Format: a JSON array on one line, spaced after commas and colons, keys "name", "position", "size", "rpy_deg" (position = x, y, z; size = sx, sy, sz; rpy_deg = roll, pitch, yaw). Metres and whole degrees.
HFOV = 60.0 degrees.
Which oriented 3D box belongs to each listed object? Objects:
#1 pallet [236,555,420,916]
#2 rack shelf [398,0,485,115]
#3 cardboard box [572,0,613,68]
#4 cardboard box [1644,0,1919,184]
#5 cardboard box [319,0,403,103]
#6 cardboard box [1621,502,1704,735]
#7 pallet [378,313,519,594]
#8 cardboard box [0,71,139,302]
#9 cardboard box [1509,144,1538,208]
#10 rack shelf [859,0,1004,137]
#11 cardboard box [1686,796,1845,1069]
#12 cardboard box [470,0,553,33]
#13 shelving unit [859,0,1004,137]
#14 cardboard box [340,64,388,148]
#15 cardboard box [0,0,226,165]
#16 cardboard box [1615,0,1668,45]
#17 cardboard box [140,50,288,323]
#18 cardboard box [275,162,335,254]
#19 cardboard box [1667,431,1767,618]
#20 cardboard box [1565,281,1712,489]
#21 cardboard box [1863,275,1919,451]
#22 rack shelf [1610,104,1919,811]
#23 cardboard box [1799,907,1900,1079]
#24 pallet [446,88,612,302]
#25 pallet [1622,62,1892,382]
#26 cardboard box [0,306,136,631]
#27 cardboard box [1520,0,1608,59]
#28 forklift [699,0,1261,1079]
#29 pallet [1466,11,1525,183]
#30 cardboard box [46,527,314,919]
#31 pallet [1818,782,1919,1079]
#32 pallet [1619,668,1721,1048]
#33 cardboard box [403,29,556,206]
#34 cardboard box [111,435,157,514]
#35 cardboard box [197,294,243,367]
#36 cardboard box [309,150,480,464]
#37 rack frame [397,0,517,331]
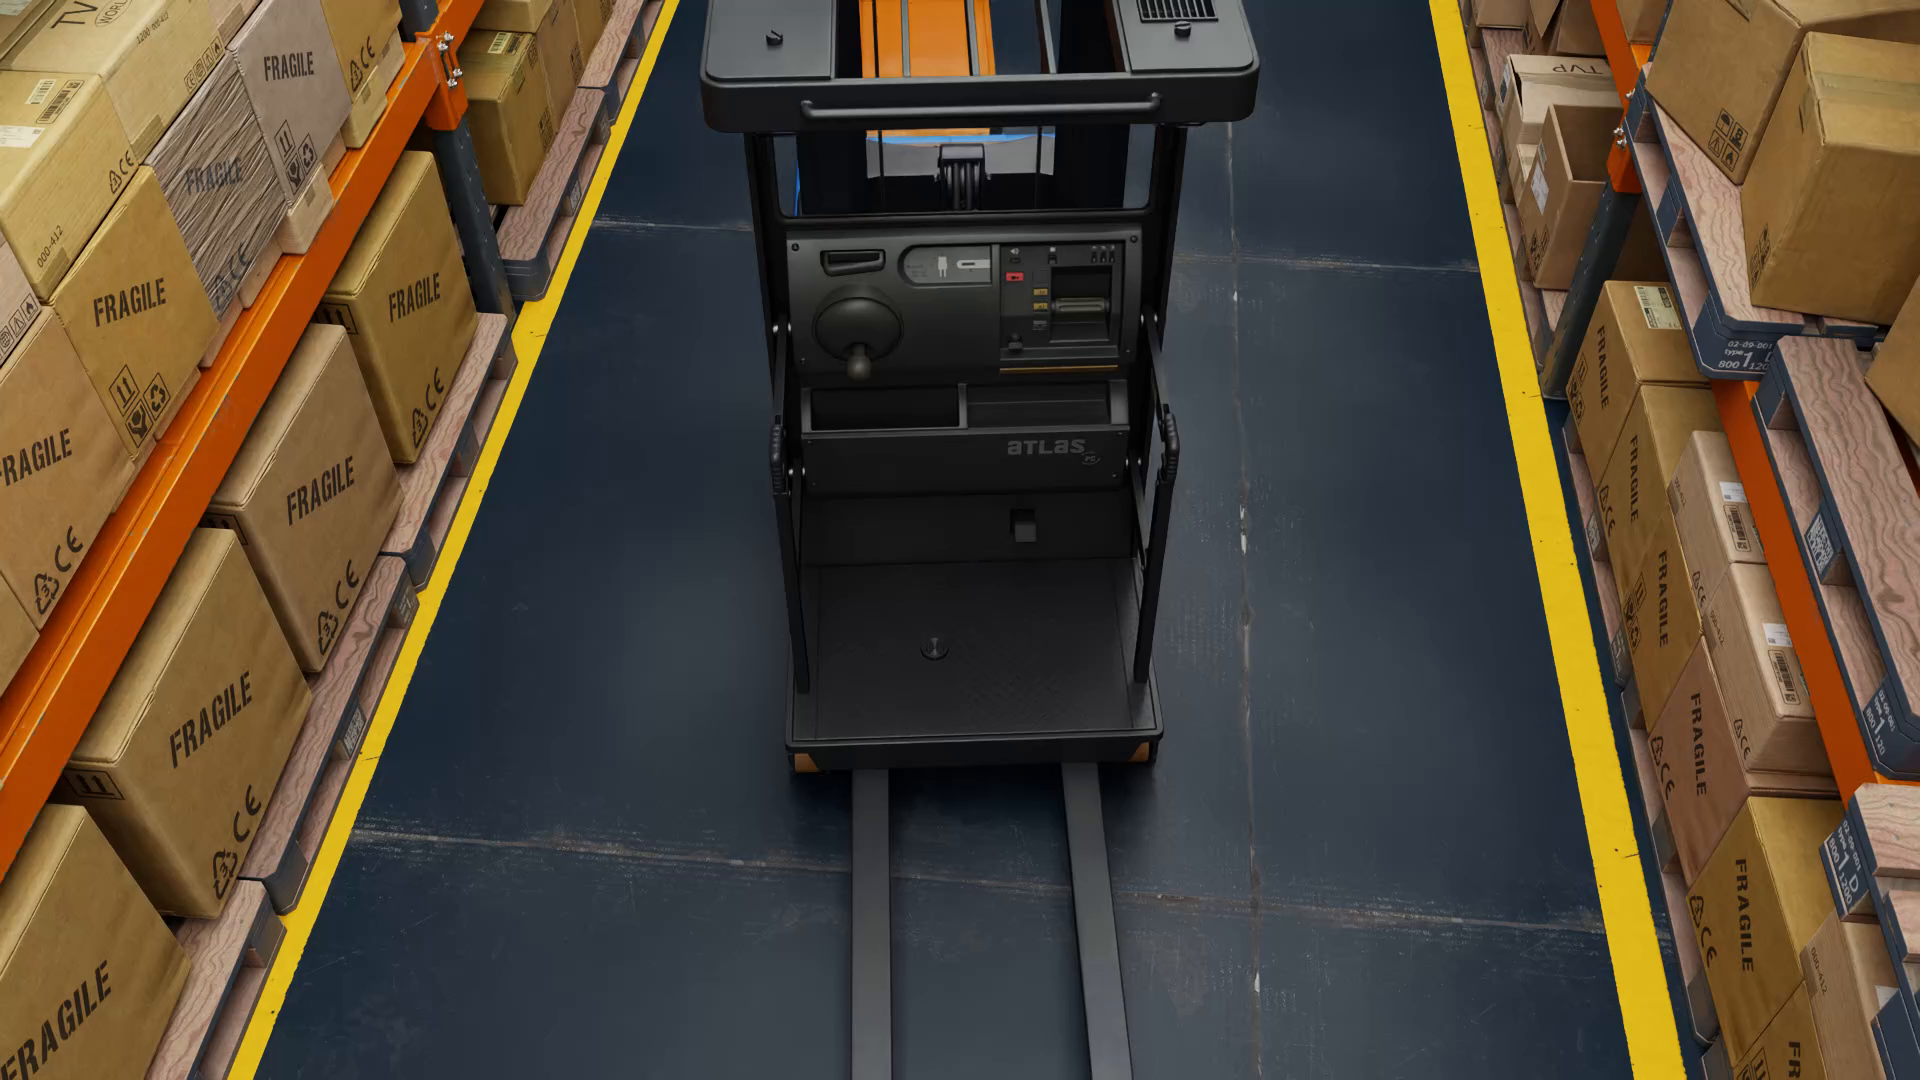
[{"name": "pallet", "position": [-2.352, 0.535, 5.118], "size": [1.003, 0.211, 1.213], "rpy_deg": [4, 48, 4]}, {"name": "rack shelf", "position": [-2.066, -3.104, 7.044], "size": [1.077, 0.370, 4.000], "rpy_deg": [4, 48, 4]}, {"name": "cardboard box", "position": [-1.979, -2.464, 7.380], "size": [0.700, 0.500, 0.500], "rpy_deg": [5, 48, 4]}, {"name": "cardboard box", "position": [2.420, -1.390, 4.636], "size": [0.700, 0.500, 0.500], "rpy_deg": [-11, 48, -10]}, {"name": "cardboard box", "position": [-2.039, -1.662, 4.955], "size": [0.500, 0.500, 0.500], "rpy_deg": [3, 48, 3]}, {"name": "cardboard box", "position": [2.308, 0.247, 4.888], "size": [0.500, 0.500, 0.500], "rpy_deg": [4, 48, 4]}, {"name": "pallet", "position": [-2.243, -0.364, 5.940], "size": [1.003, 0.211, 1.213], "rpy_deg": [4, 48, 4]}, {"name": "cardboard box", "position": [-2.184, -0.787, 3.646], "size": [0.500, 0.250, 0.500], "rpy_deg": [3, 48, 3]}, {"name": "cardboard box", "position": [2.429, -1.451, 6.678], "size": [0.380, 0.149, 0.250], "rpy_deg": [4, 48, 4]}, {"name": "rack shelf", "position": [-0.126, -1.643, 6.094], "size": [0.538, 0.278, 1.000], "rpy_deg": [-2, 48, -1]}, {"name": "cardboard box", "position": [2.220, 1.004, 4.195], "size": [0.500, 0.500, 0.500], "rpy_deg": [2, 48, 2]}, {"name": "cardboard box", "position": [-1.865, -2.177, 6.678], "size": [0.380, 0.149, 0.250], "rpy_deg": [5, 48, 5]}, {"name": "shelving unit", "position": [-0.126, -1.446, 6.310], "size": [0.538, 1.125, 1.048], "rpy_deg": [-2, 48, -1]}, {"name": "cardboard box", "position": [-1.996, -1.345, 5.104], "size": [0.380, 0.149, 0.250], "rpy_deg": [5, 48, 4]}, {"name": "cardboard box", "position": [-2.138, -1.161, 3.988], "size": [0.500, 0.250, 0.500], "rpy_deg": [5, 48, 4]}, {"name": "cardboard box", "position": [2.476, -1.965, 5.447], "size": [0.500, 0.500, 0.500], "rpy_deg": [5, 48, 4]}, {"name": "cardboard box", "position": [-2.130, -0.918, 4.274], "size": [0.500, 0.500, 0.500], "rpy_deg": [4, 48, 4]}, {"name": "cardboard box", "position": [-2.030, -0.960, 4.752], "size": [0.380, 0.149, 0.250], "rpy_deg": [4, 48, 4]}, {"name": "cardboard box", "position": [2.308, -0.031, 4.633], "size": [0.500, 0.250, 0.500], "rpy_deg": [4, 48, 4]}, {"name": "cardboard box", "position": [2.399, -0.513, 5.582], "size": [0.500, 0.500, 0.500], "rpy_deg": [2, 48, 2]}, {"name": "cardboard box", "position": [2.586, -0.420, 3.749], "size": [0.700, 0.500, 0.500], "rpy_deg": [-7, 48, -6]}, {"name": "rack shelf", "position": [2.503, 0.165, 4.054], "size": [1.077, 0.370, 4.000], "rpy_deg": [4, 48, 4]}, {"name": "cardboard box", "position": [2.173, 1.090, 3.608], "size": [0.500, 0.250, 0.500], "rpy_deg": [6, 48, 5]}, {"name": "pallet", "position": [-2.101, -1.490, 6.970], "size": [1.003, 0.211, 1.213], "rpy_deg": [4, 48, 4]}, {"name": "pallet", "position": [2.504, -0.902, 4.673], "size": [1.003, 0.211, 1.213], "rpy_deg": [4, 48, 4]}, {"name": "cardboard box", "position": [-2.210, -0.168, 3.588], "size": [0.500, 0.500, 0.500], "rpy_deg": [4, 48, 3]}, {"name": "cardboard box", "position": [2.852, -2.234, 7.154], "size": [0.797, 0.503, 0.637], "rpy_deg": [4, 48, 4]}, {"name": "forklift", "position": [0.025, -0.527, 4.246], "size": [1.130, 2.935, 3.031], "rpy_deg": [-2, 48, -2]}, {"name": "pallet", "position": [2.858, -2.009, 7.445], "size": [1.003, 0.211, 1.213], "rpy_deg": [4, 48, 4]}, {"name": "cardboard box", "position": [-2.328, 0.471, 4.459], "size": [0.750, 0.750, 0.750], "rpy_deg": [4, 48, 3]}, {"name": "pallet", "position": [2.313, 0.954, 2.975], "size": [1.213, 0.211, 1.003], "rpy_deg": [4, 48, 4]}, {"name": "pallet", "position": [2.541, 0.893, 4.790], "size": [1.003, 0.211, 1.213], "rpy_deg": [4, 48, 4]}, {"name": "cardboard box", "position": [-2.078, -1.718, 6.698], "size": [0.700, 0.500, 0.500], "rpy_deg": [4, 48, 4]}, {"name": "cardboard box", "position": [-2.223, -0.214, 4.070], "size": [0.380, 0.149, 0.250], "rpy_deg": [4, 48, 4]}, {"name": "cardboard box", "position": [-2.156, -0.601, 4.424], "size": [0.380, 0.149, 0.250], "rpy_deg": [3, 48, 2]}, {"name": "cardboard box", "position": [-2.178, -0.807, 5.628], "size": [0.750, 0.750, 0.750], "rpy_deg": [4, 48, 4]}, {"name": "rack frame", "position": [-2.248, -1.878, 5.434], "size": [1.000, 3.000, 0.127], "rpy_deg": [4, 48, 4]}]
